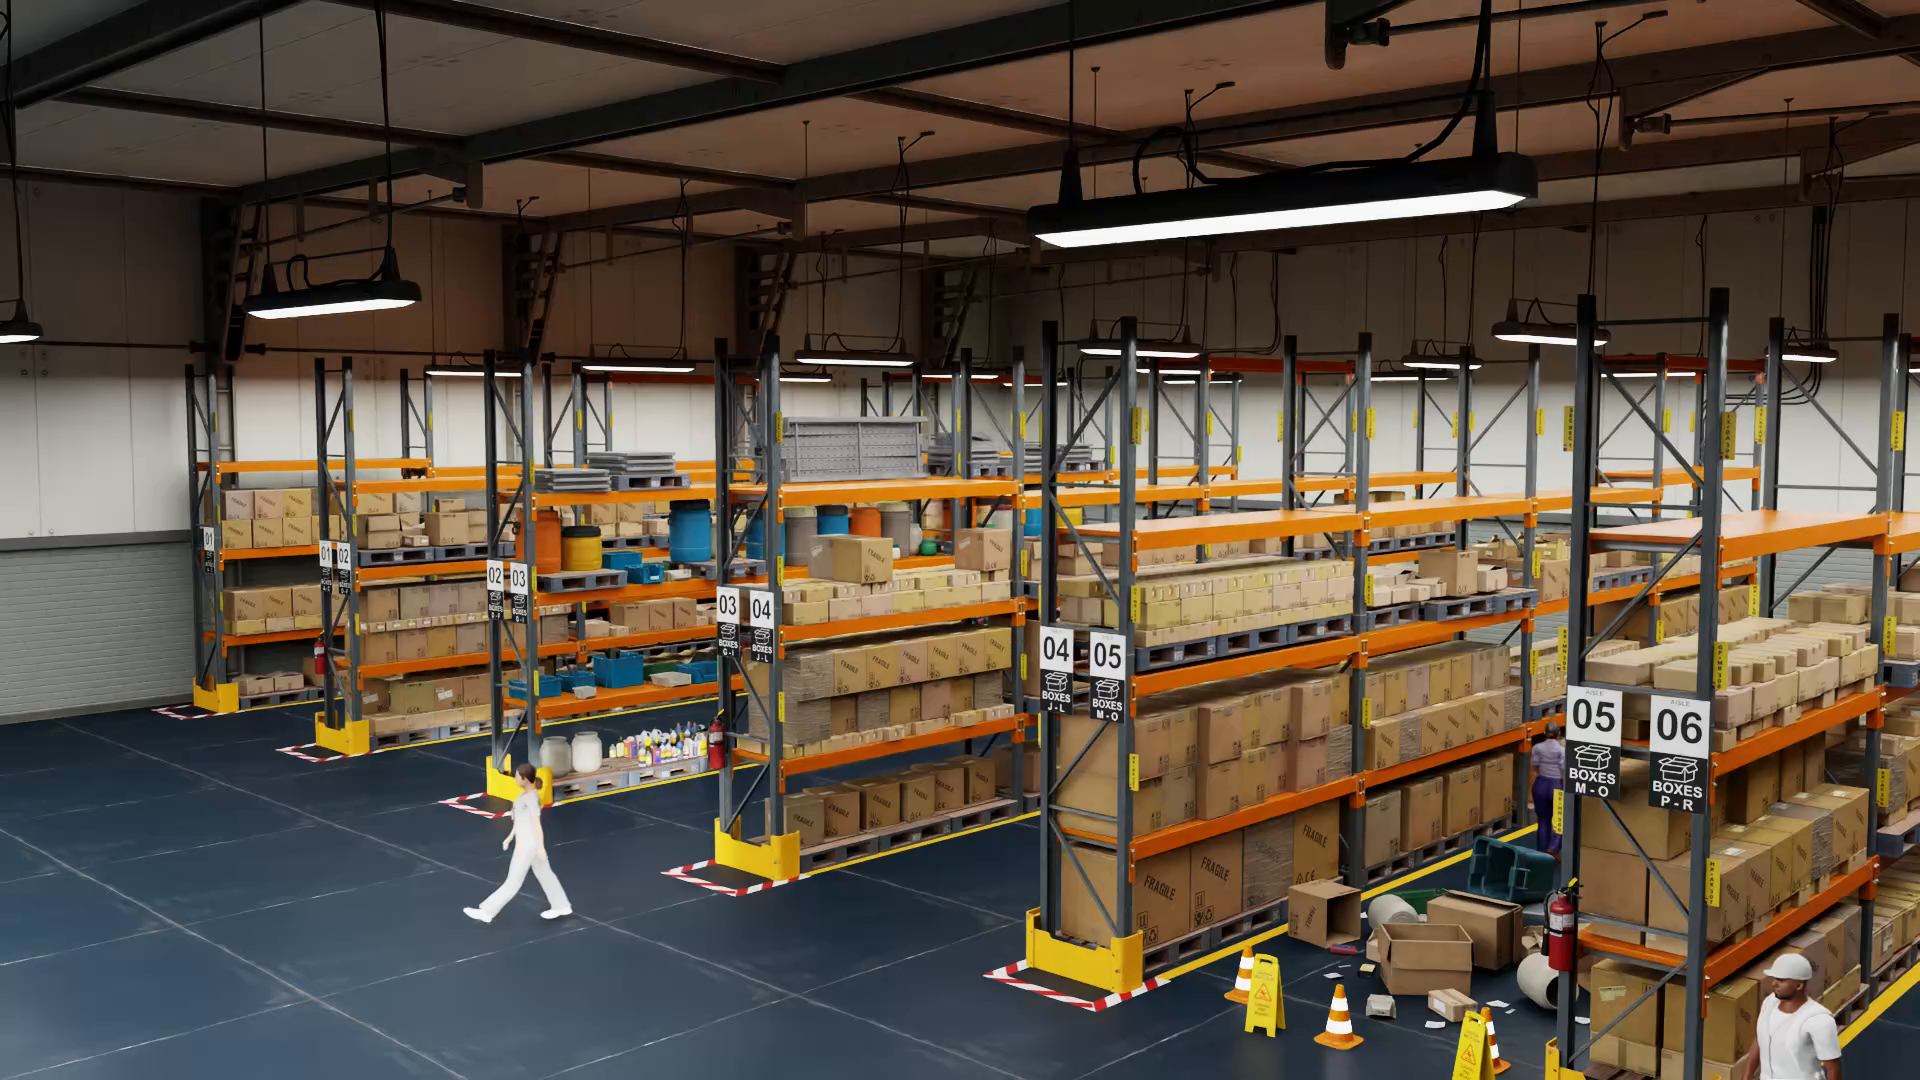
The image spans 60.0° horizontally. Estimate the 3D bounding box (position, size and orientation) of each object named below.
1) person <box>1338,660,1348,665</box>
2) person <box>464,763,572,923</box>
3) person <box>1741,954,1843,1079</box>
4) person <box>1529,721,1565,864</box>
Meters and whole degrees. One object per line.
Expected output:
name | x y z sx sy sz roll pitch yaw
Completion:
person | 5.453 2.531 23.064 0.582 1.745 0.649 -3 5 -34
person | -4.467 3.053 16.783 1.052 1.611 0.493 -1 5 -15
person | 5.160 3.471 10.512 0.984 1.720 0.605 -1 4 -9
person | 6.725 2.896 18.941 0.530 1.647 0.475 4 6 44
